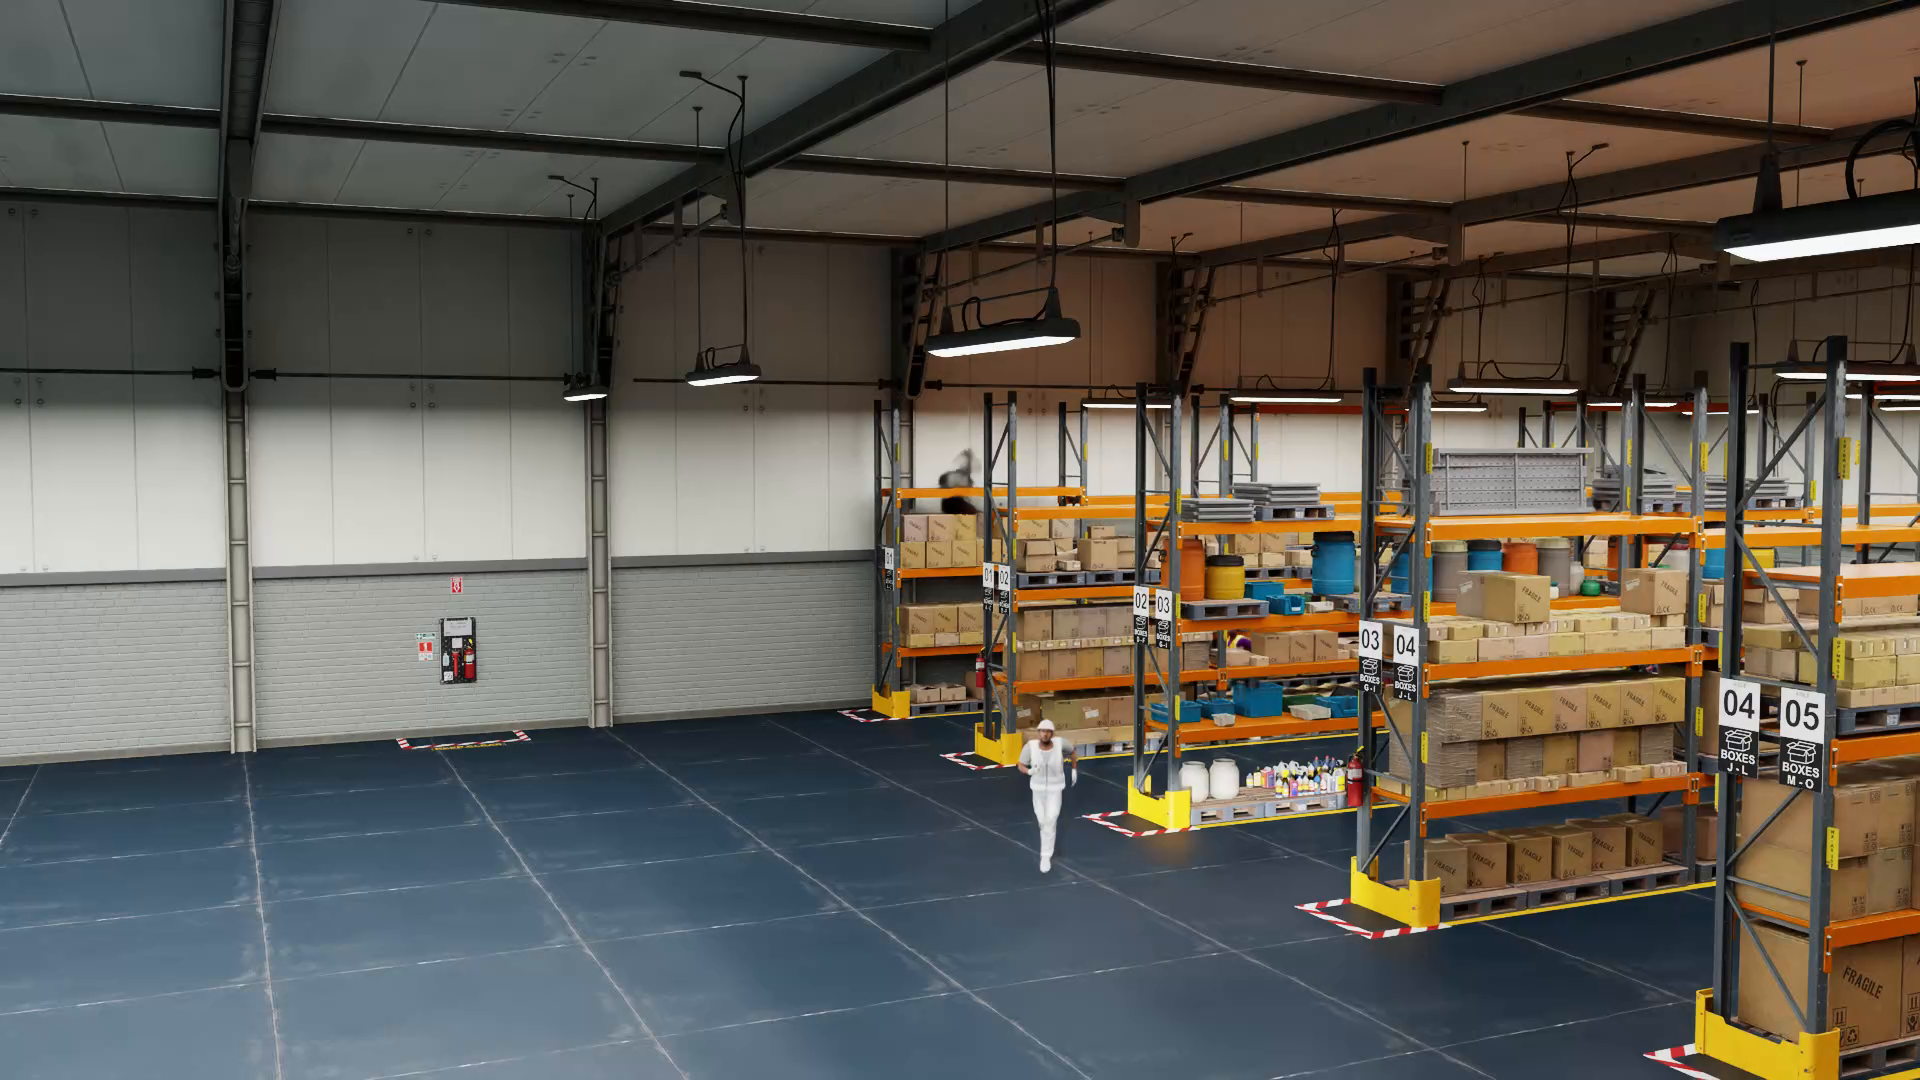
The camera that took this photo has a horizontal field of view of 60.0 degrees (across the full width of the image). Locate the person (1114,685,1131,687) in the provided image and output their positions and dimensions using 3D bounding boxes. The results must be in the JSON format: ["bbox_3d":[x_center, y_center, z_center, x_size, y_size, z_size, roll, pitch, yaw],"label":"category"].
[{"bbox_3d":[2.960,2.510,30.586,0.721,1.784,0.641,-2,4,-35],"label":"person"}]

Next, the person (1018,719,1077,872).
[{"bbox_3d":[1.070,3.090,20.450,0.712,1.823,0.929,0,3,7],"label":"person"}]

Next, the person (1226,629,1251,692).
[{"bbox_3d":[5.220,2.459,31.709,0.729,1.821,0.721,-2,4,-28],"label":"person"}]
